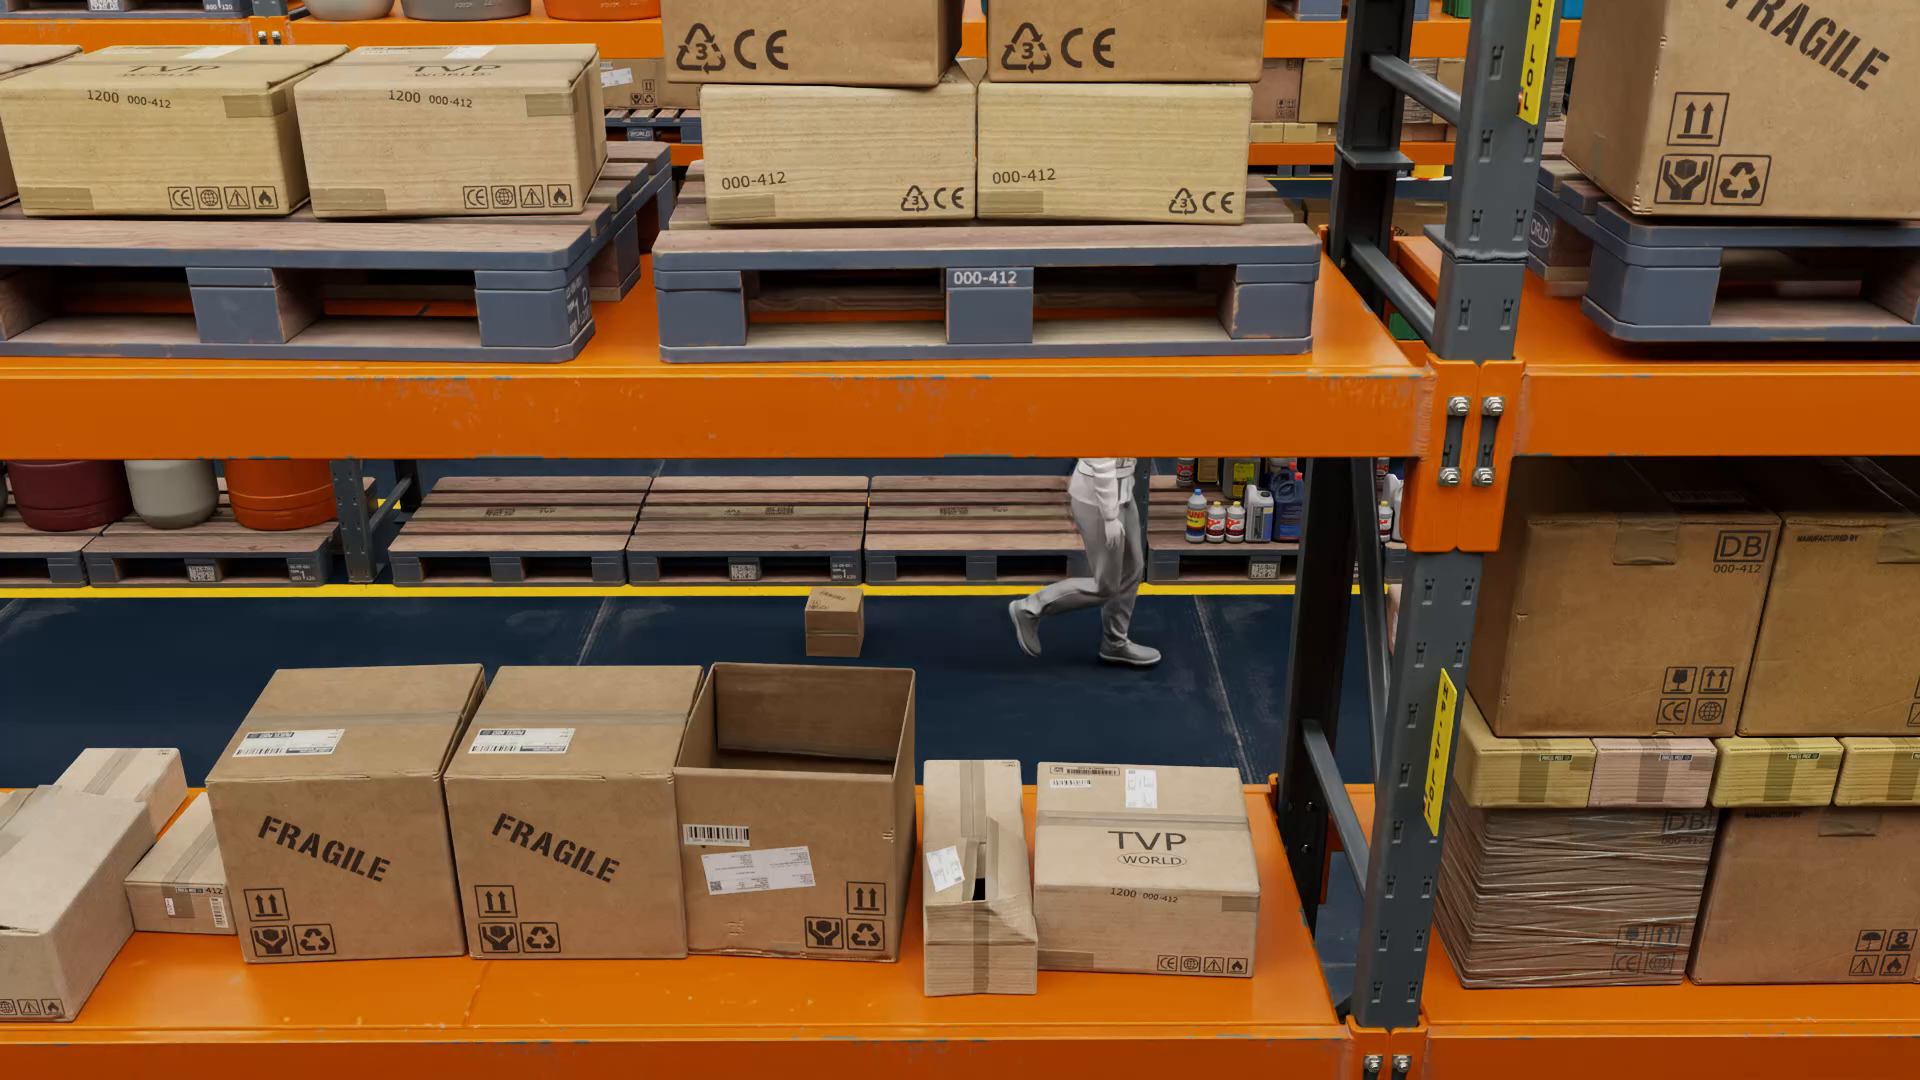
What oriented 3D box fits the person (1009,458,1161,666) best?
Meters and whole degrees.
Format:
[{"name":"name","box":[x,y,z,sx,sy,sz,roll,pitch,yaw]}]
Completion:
[{"name":"person","box":[0.588,-0.189,7.460,0.696,1.644,0.489,5,25,11]}]
